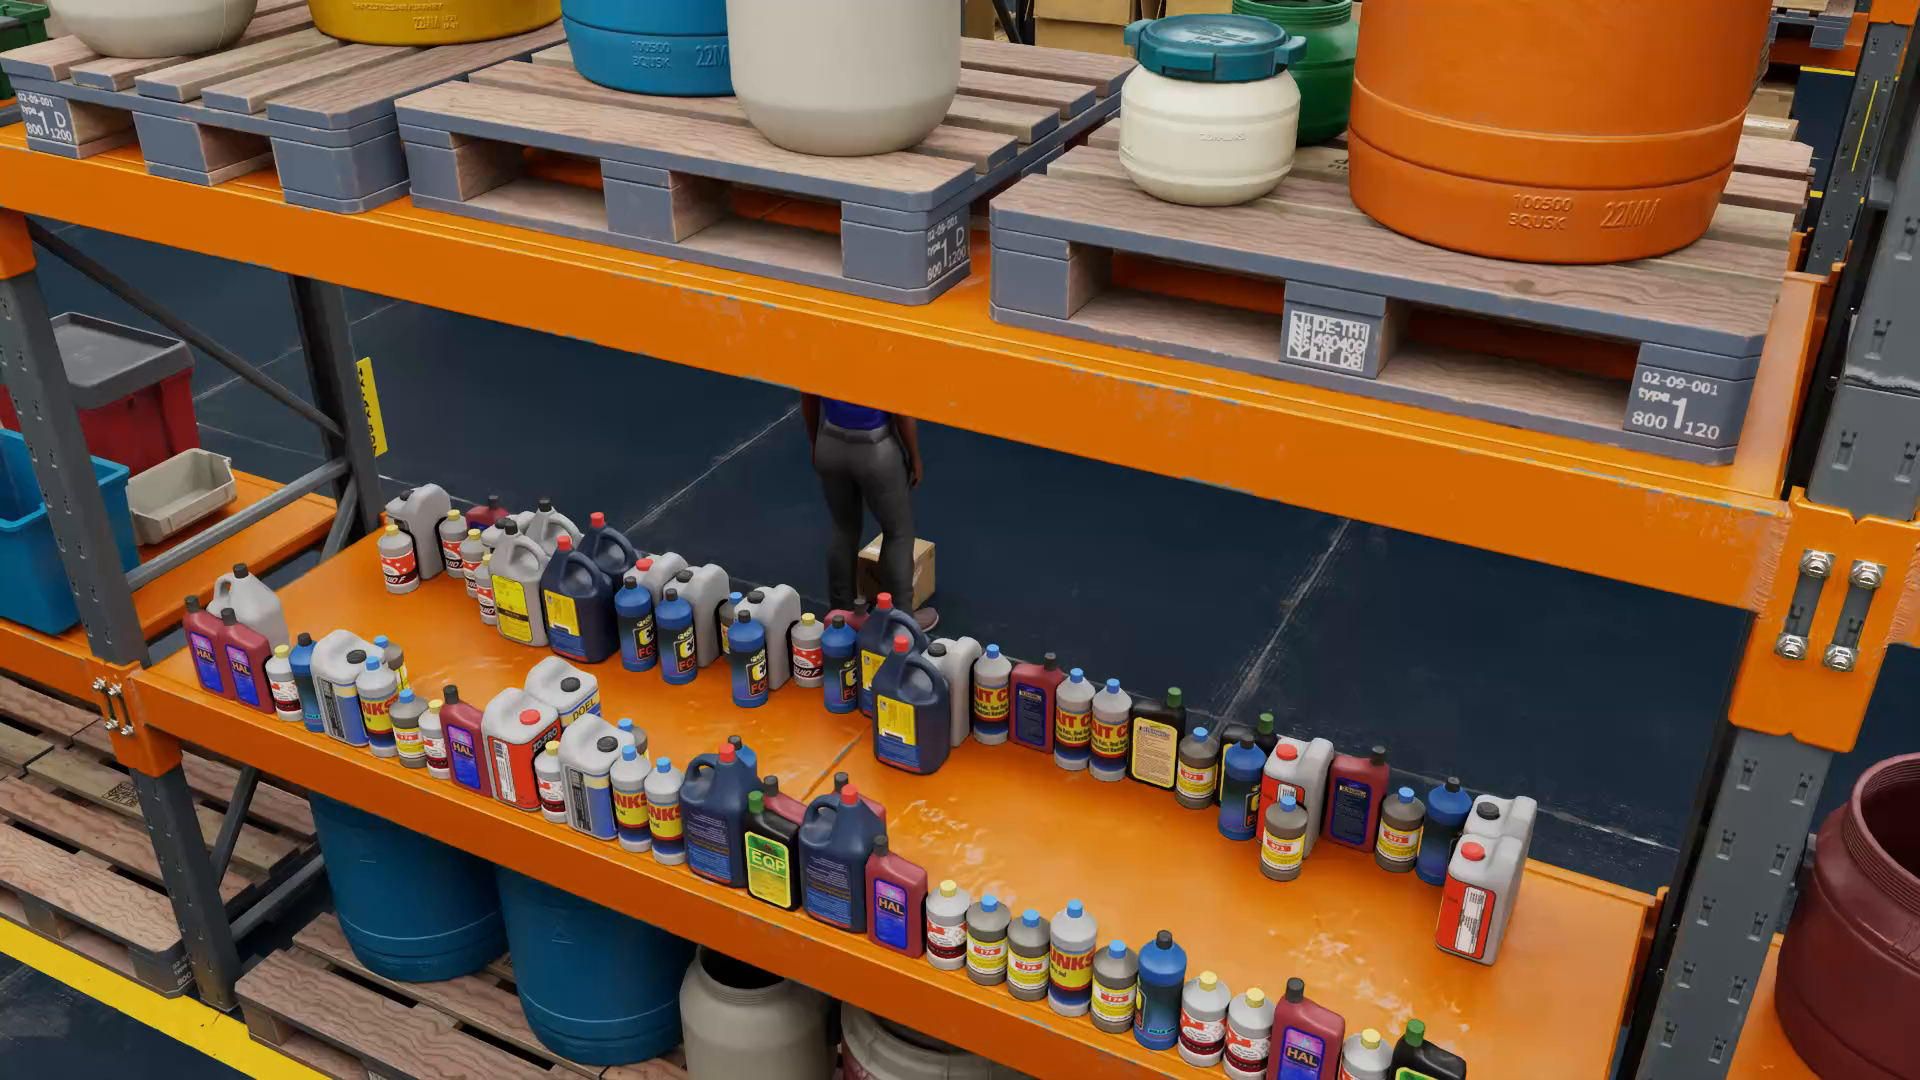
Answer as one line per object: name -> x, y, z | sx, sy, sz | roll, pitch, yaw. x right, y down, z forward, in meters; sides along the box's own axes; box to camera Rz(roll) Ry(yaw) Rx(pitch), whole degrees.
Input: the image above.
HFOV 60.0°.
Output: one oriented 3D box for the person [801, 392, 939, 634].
person -> -0.378, -0.353, 6.742 | 0.530, 1.654, 0.352 | 12, 32, 20
